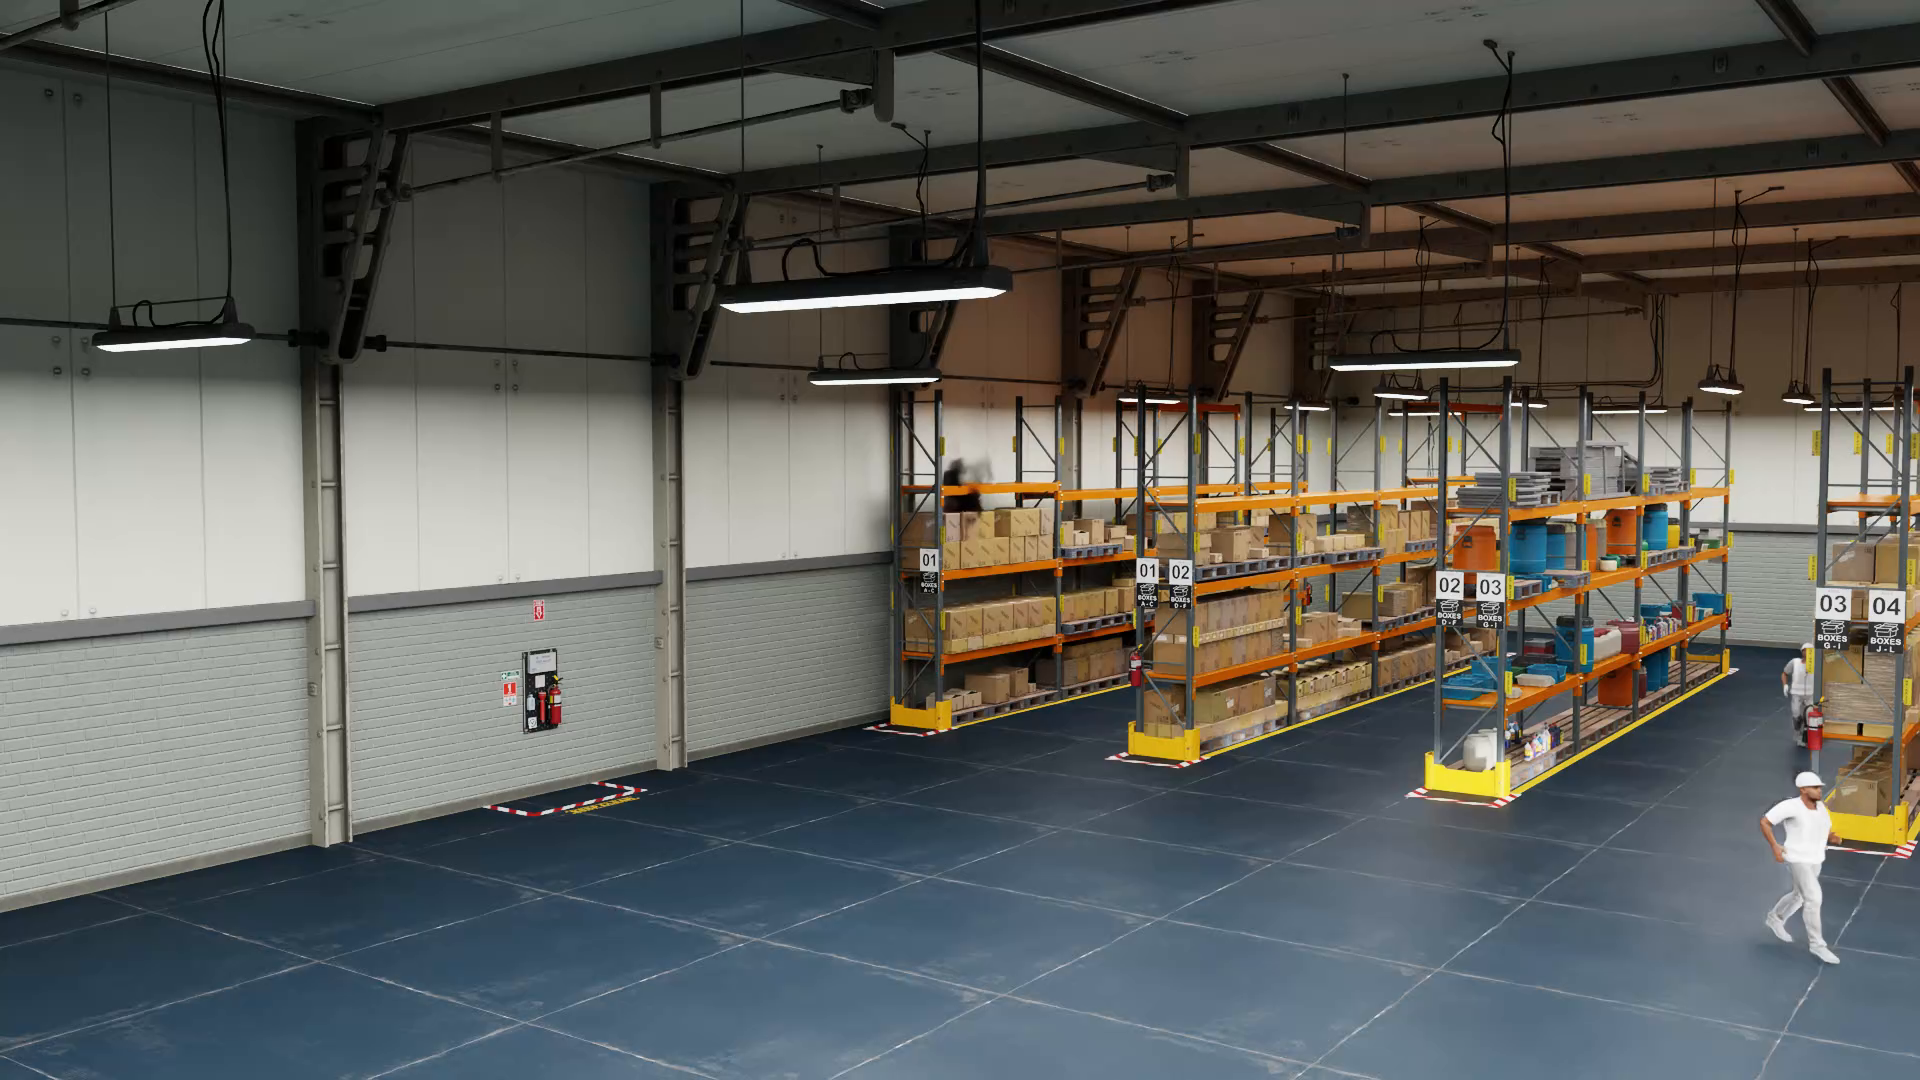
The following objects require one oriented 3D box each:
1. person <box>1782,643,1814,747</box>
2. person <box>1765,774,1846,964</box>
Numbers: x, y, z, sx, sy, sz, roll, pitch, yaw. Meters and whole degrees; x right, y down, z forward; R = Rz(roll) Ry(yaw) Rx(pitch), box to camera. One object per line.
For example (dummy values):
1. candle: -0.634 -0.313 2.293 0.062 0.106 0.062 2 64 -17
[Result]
1. person: 13.987 2.582 27.530 0.691 1.737 0.548 2 4 25
2. person: 8.356 3.174 16.368 0.712 1.768 0.914 -2 4 -27
